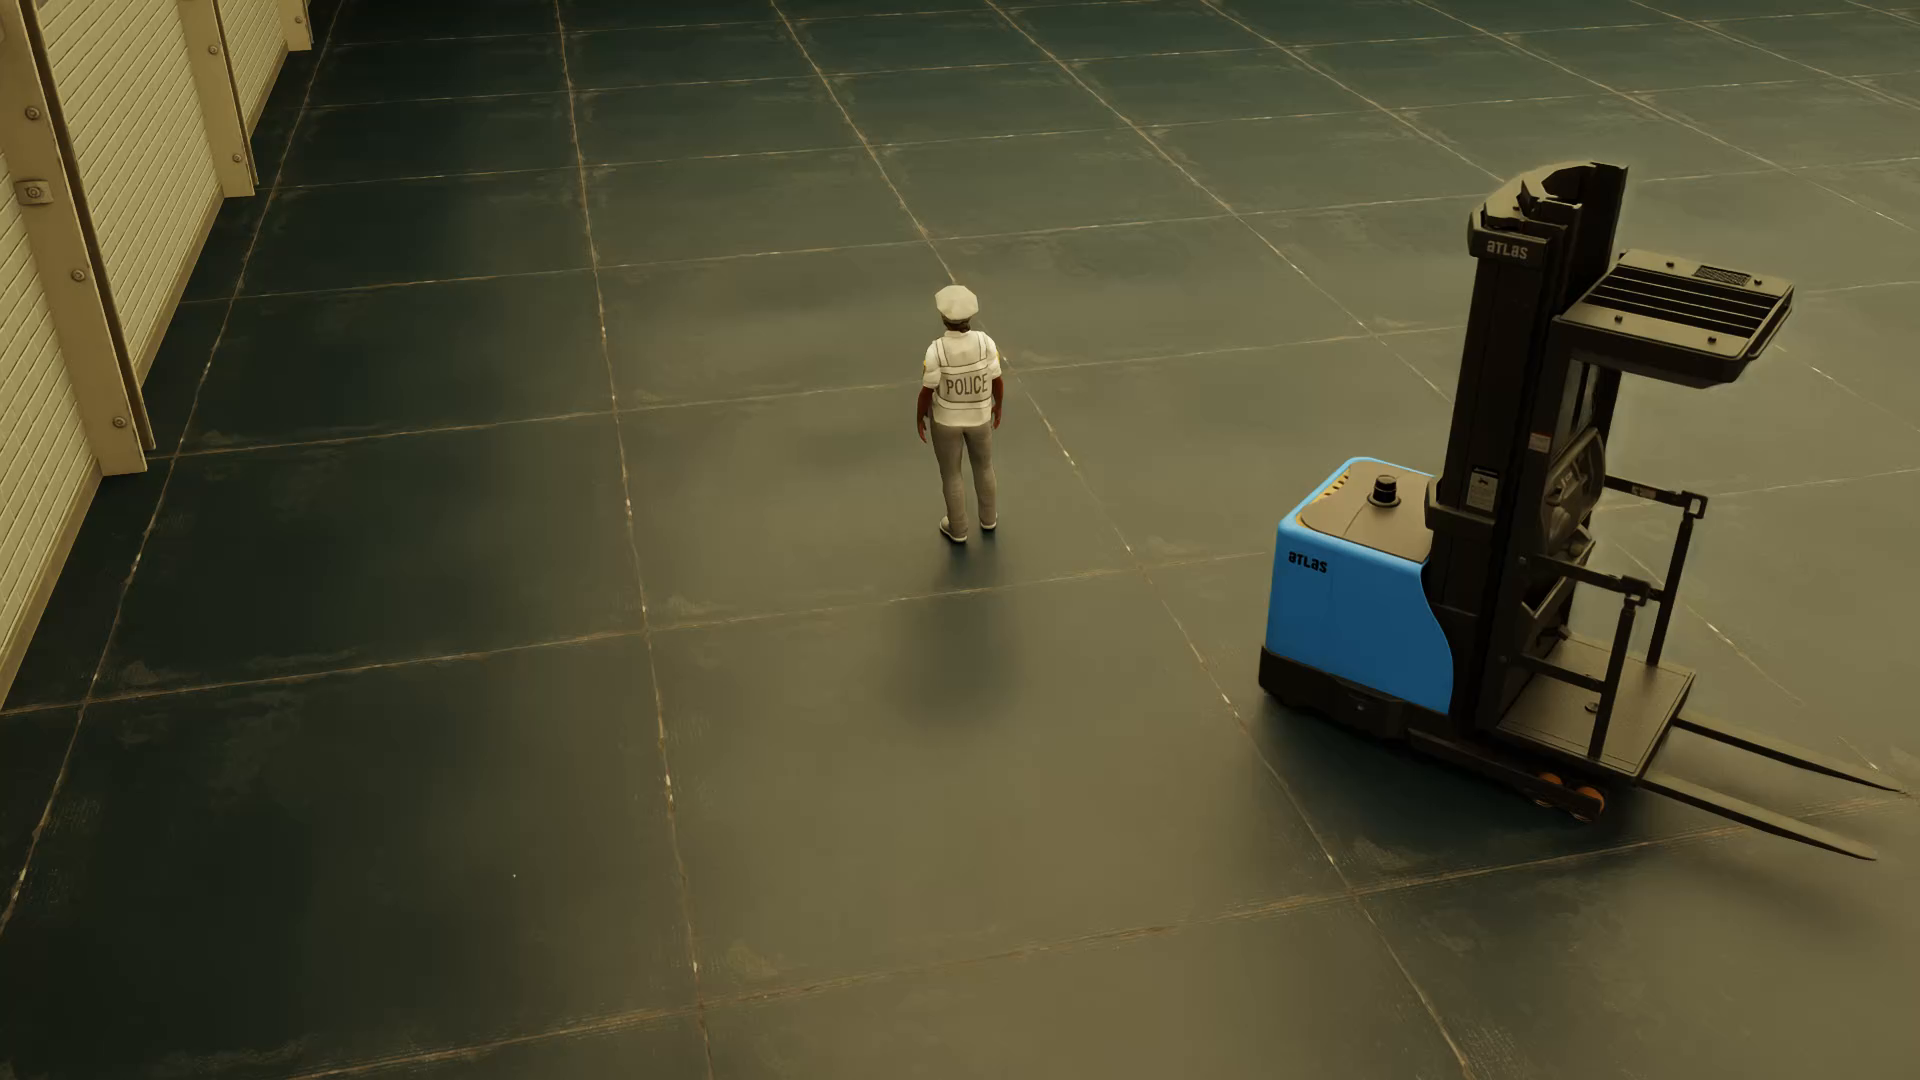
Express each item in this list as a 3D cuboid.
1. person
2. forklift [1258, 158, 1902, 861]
[{"bbox_3d":[0.002,-0.777,10.139,0.569,1.692,0.530,-7,31,-12],"label":"person"},{"bbox_3d":[3.115,-0.197,7.915,3.031,2.935,1.130,20,35,30],"label":"forklift"}]
